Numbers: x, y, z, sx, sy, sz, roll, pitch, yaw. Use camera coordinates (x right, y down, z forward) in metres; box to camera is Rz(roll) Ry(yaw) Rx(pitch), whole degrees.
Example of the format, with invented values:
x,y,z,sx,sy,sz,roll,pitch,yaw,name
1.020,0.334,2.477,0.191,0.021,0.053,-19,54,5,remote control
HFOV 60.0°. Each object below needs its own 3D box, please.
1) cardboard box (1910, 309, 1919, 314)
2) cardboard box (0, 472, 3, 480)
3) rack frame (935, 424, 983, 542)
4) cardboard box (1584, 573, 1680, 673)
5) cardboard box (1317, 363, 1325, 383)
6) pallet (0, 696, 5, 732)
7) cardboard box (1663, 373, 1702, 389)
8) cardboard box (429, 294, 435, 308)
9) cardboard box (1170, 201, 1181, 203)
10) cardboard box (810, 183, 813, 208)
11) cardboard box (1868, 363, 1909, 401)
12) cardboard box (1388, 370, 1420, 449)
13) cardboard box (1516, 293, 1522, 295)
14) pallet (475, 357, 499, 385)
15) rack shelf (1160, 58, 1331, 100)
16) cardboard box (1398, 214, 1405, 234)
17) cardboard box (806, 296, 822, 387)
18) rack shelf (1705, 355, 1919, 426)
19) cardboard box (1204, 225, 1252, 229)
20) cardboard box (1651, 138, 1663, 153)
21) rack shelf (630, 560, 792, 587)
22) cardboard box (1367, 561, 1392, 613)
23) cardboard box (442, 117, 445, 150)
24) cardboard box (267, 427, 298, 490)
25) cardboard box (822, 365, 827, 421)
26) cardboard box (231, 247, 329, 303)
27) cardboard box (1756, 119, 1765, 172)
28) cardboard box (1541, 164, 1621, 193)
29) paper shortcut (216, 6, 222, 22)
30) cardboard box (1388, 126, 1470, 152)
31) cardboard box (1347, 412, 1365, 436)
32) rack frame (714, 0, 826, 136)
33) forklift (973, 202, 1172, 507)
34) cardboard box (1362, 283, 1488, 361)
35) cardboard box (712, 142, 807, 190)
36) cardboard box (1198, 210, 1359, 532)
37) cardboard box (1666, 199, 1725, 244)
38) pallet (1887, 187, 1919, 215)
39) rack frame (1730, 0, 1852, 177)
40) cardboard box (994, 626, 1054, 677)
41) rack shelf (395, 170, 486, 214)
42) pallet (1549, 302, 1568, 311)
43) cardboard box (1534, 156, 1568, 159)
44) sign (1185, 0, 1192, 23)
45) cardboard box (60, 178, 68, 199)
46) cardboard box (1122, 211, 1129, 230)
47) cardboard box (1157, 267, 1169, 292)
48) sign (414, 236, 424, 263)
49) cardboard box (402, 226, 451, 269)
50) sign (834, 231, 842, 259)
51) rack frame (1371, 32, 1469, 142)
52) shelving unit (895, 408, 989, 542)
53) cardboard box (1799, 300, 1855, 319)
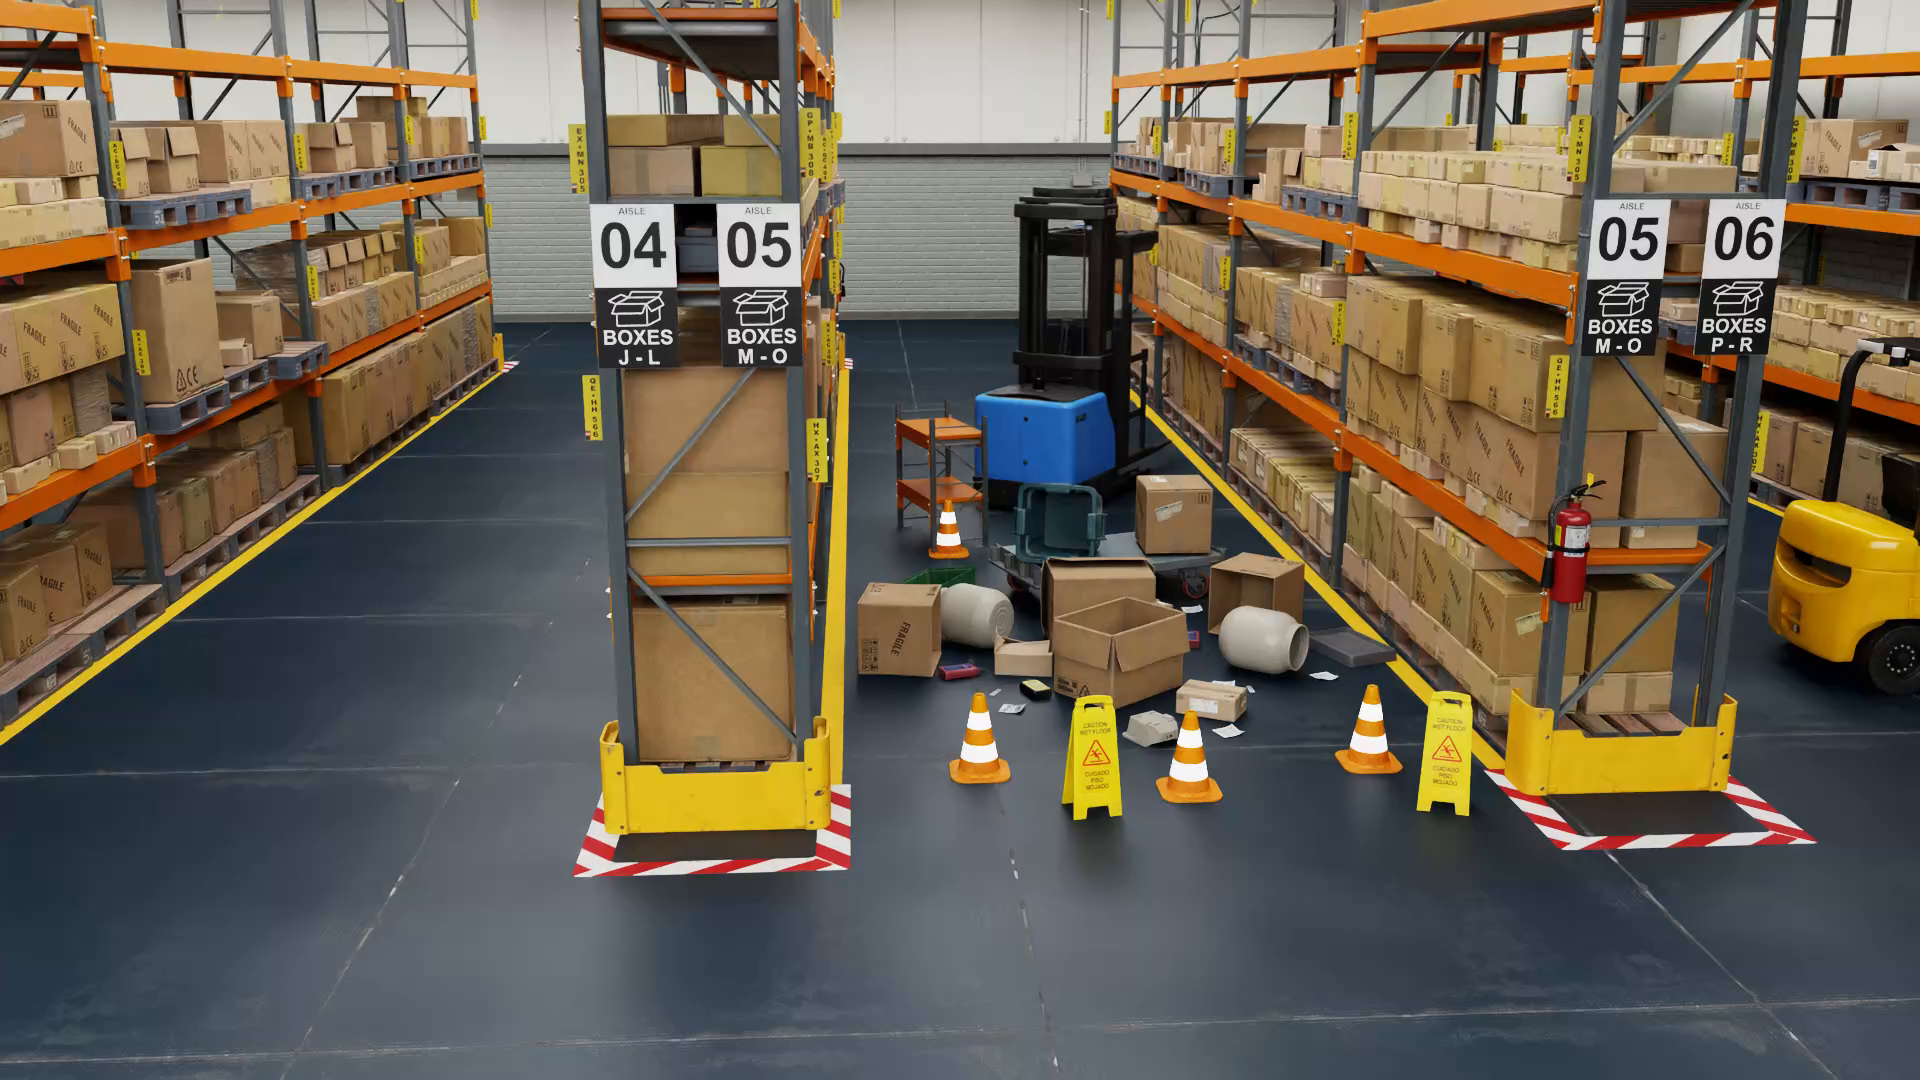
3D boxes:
x,y,z,sx,sy,sz,roll,pitch,yaw,name
8.534,-1.930,14.507,0.380,0.149,0.250,-1,14,-4,cardboard box
-6.153,-0.321,10.260,0.380,0.149,0.250,-1,14,-3,cardboard box
-0.005,-0.472,13.970,0.475,0.981,0.013,-5,13,-18,rack frame
3.885,0.467,9.860,0.500,0.500,0.500,-1,14,-5,cardboard box
3.107,-1.353,13.426,0.380,0.149,0.250,-1,14,-5,cardboard box
-6.249,1.195,9.458,1.003,0.211,1.213,-1,14,-3,pallet
7.816,-1.713,18.038,0.380,0.149,0.250,-1,14,-5,cardboard box
-6.676,-2.941,20.440,0.380,0.149,0.250,-1,14,-5,cardboard box
3.026,-4.510,22.527,0.390,0.149,0.265,-1,14,-4,cardboard box
-1.069,-2.036,9.859,0.380,0.149,0.250,-1,14,-3,cardboard box
8.038,-1.333,13.988,0.500,0.250,0.500,-1,14,-4,cardboard box
3.235,-0.911,11.249,0.500,0.500,0.500,-1,14,-4,cardboard box
7.533,-3.297,21.824,0.380,0.149,0.250,-1,14,-2,cardboard box
-7.093,-2.365,23.294,1.003,0.211,1.213,-1,14,-3,pallet
3.042,-4.937,17.902,1.077,0.370,4.000,-1,14,-3,rack shelf
3.274,-2.205,11.563,0.380,0.149,0.250,-1,14,-3,cardboard box
-1.382,-1.348,11.279,0.875,0.550,0.550,-1,14,-3,cardboard box
8.244,-1.308,15.035,1.077,0.370,4.000,-1,14,-3,rack shelf
3.196,-3.497,19.889,0.500,0.500,0.500,0,14,-2,cardboard box
7.723,-4.275,18.005,0.380,0.149,0.250,-1,14,-3,cardboard box
-1.397,-0.264,10.439,0.919,0.052,3.809,-1,14,-3,rack shelf
3.225,0.330,11.899,0.500,0.250,0.500,0,14,0,cardboard box
-7.140,-5.268,21.717,0.700,0.500,0.500,-2,15,-7,cardboard box
-6.664,-0.760,15.593,0.700,0.500,0.500,-2,15,-6,cardboard box
-1.285,-1.163,12.828,0.500,0.500,0.500,-1,14,-3,cardboard box
-6.754,-2.640,16.553,0.797,0.503,0.637,0,14,-2,cardboard box
7.921,-3.723,15.712,0.500,0.500,0.500,-1,14,-3,cardboard box
3.368,-1.948,8.963,0.380,0.149,0.250,-1,14,-2,cardboard box
-7.331,-5.217,16.462,0.009,0.170,0.078,9,-17,-6,paper shortcut
3.736,-3.183,13.311,0.500,0.250,0.500,-1,14,-5,cardboard box
3.113,-0.877,12.418,0.380,0.149,0.250,-1,14,-4,cardboard box
-1.769,-4.880,15.435,1.000,3.000,0.127,-1,14,-3,rack frame
1.260,-1.941,16.366,1.129,2.843,3.031,8,16,27,forklift
3.393,-1.763,11.551,1.020,1.000,0.508,-1,14,-3,cardboard box
-1.079,-2.011,8.965,0.500,0.250,0.500,-1,14,-4,cardboard box
3.335,-2.085,17.297,0.950,2.239,7.527,0,14,0,cardboard box
3.896,-1.740,8.954,0.500,0.250,0.500,-1,14,-4,cardboard box
8.300,-2.738,13.514,0.805,0.209,1.217,-1,15,-6,pallet
8.120,-5.059,16.131,1.000,3.000,0.127,-1,14,-3,rack frame
0.424,0.743,11.106,0.396,0.266,0.258,2,15,6,cardboard box
-7.097,-4.520,21.498,1.077,0.370,4.000,-1,14,-3,rack shelf
7.812,-2.855,19.990,1.003,0.211,1.213,-1,14,-3,pallet
3.842,-2.339,10.483,0.380,0.149,0.250,-1,14,-3,cardboard box
3.213,-7.467,23.455,0.100,0.325,0.005,-1,14,-3,sign
-6.243,-2.358,11.150,0.380,0.149,0.250,-1,14,-3,cardboard box
2.494,-4.219,22.695,0.500,0.500,0.500,-1,14,-4,cardboard box
2.664,-3.127,19.957,0.500,0.250,0.500,-1,14,-5,cardboard box
-6.432,-3.451,19.756,0.100,0.325,0.005,-1,14,-3,sign
-6.807,-3.728,21.194,0.500,0.500,0.500,-1,14,-5,cardboard box
-1.463,-3.540,19.941,0.100,0.325,0.005,-1,14,-3,sign
3.417,-3.987,11.963,0.949,2.616,0.053,-1,14,-3,rack frame
-0.165,-0.576,14.441,0.538,0.981,1.030,-5,13,-18,shelving unit
7.936,-2.112,15.212,0.380,0.149,0.250,-1,14,-2,cardboard box
